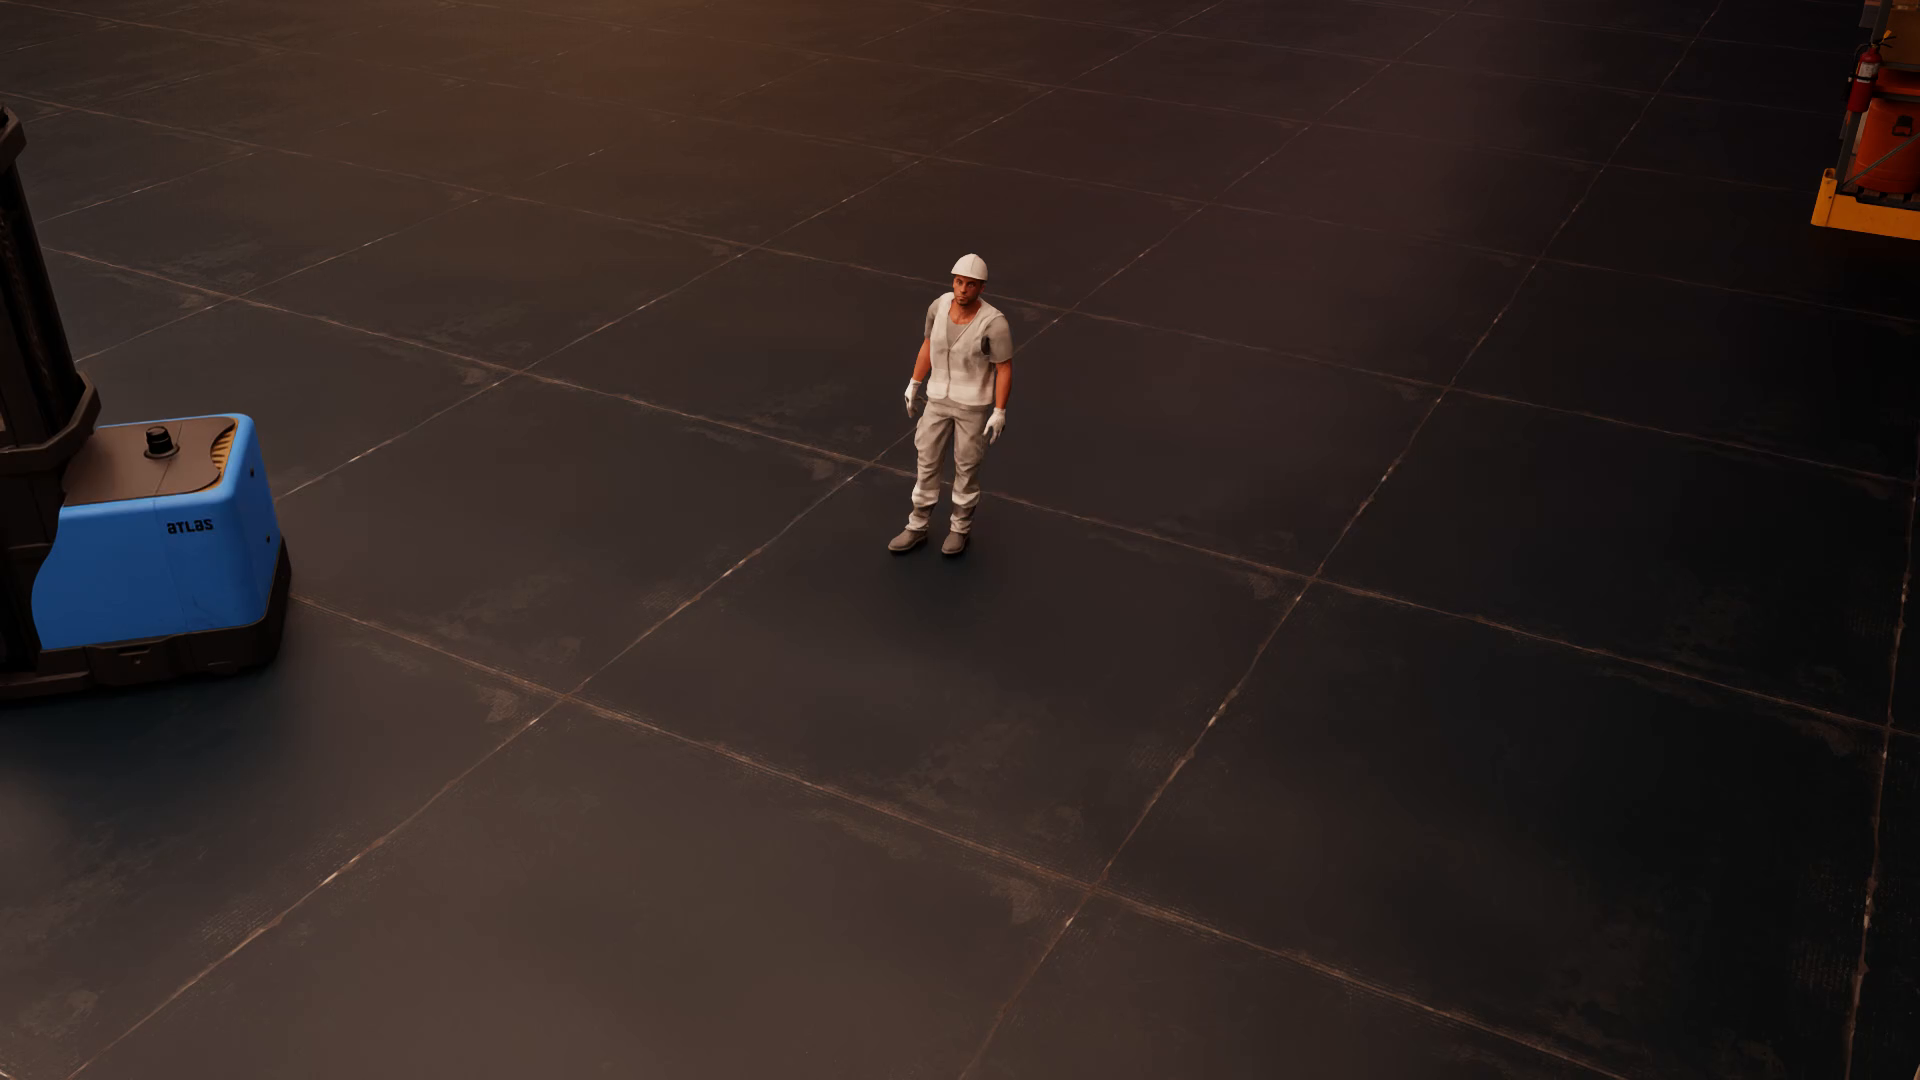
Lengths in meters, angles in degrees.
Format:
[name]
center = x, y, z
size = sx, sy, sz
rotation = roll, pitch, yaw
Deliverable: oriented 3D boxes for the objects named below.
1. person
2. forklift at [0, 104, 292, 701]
[person]
center = -0.050, -0.749, 9.497
size = 0.637, 1.787, 0.564
rotation = 15, 33, 25
[forklift]
center = -5.202, -0.635, 8.170
size = 3.031, 2.935, 1.130
rotation = -7, 31, -12
